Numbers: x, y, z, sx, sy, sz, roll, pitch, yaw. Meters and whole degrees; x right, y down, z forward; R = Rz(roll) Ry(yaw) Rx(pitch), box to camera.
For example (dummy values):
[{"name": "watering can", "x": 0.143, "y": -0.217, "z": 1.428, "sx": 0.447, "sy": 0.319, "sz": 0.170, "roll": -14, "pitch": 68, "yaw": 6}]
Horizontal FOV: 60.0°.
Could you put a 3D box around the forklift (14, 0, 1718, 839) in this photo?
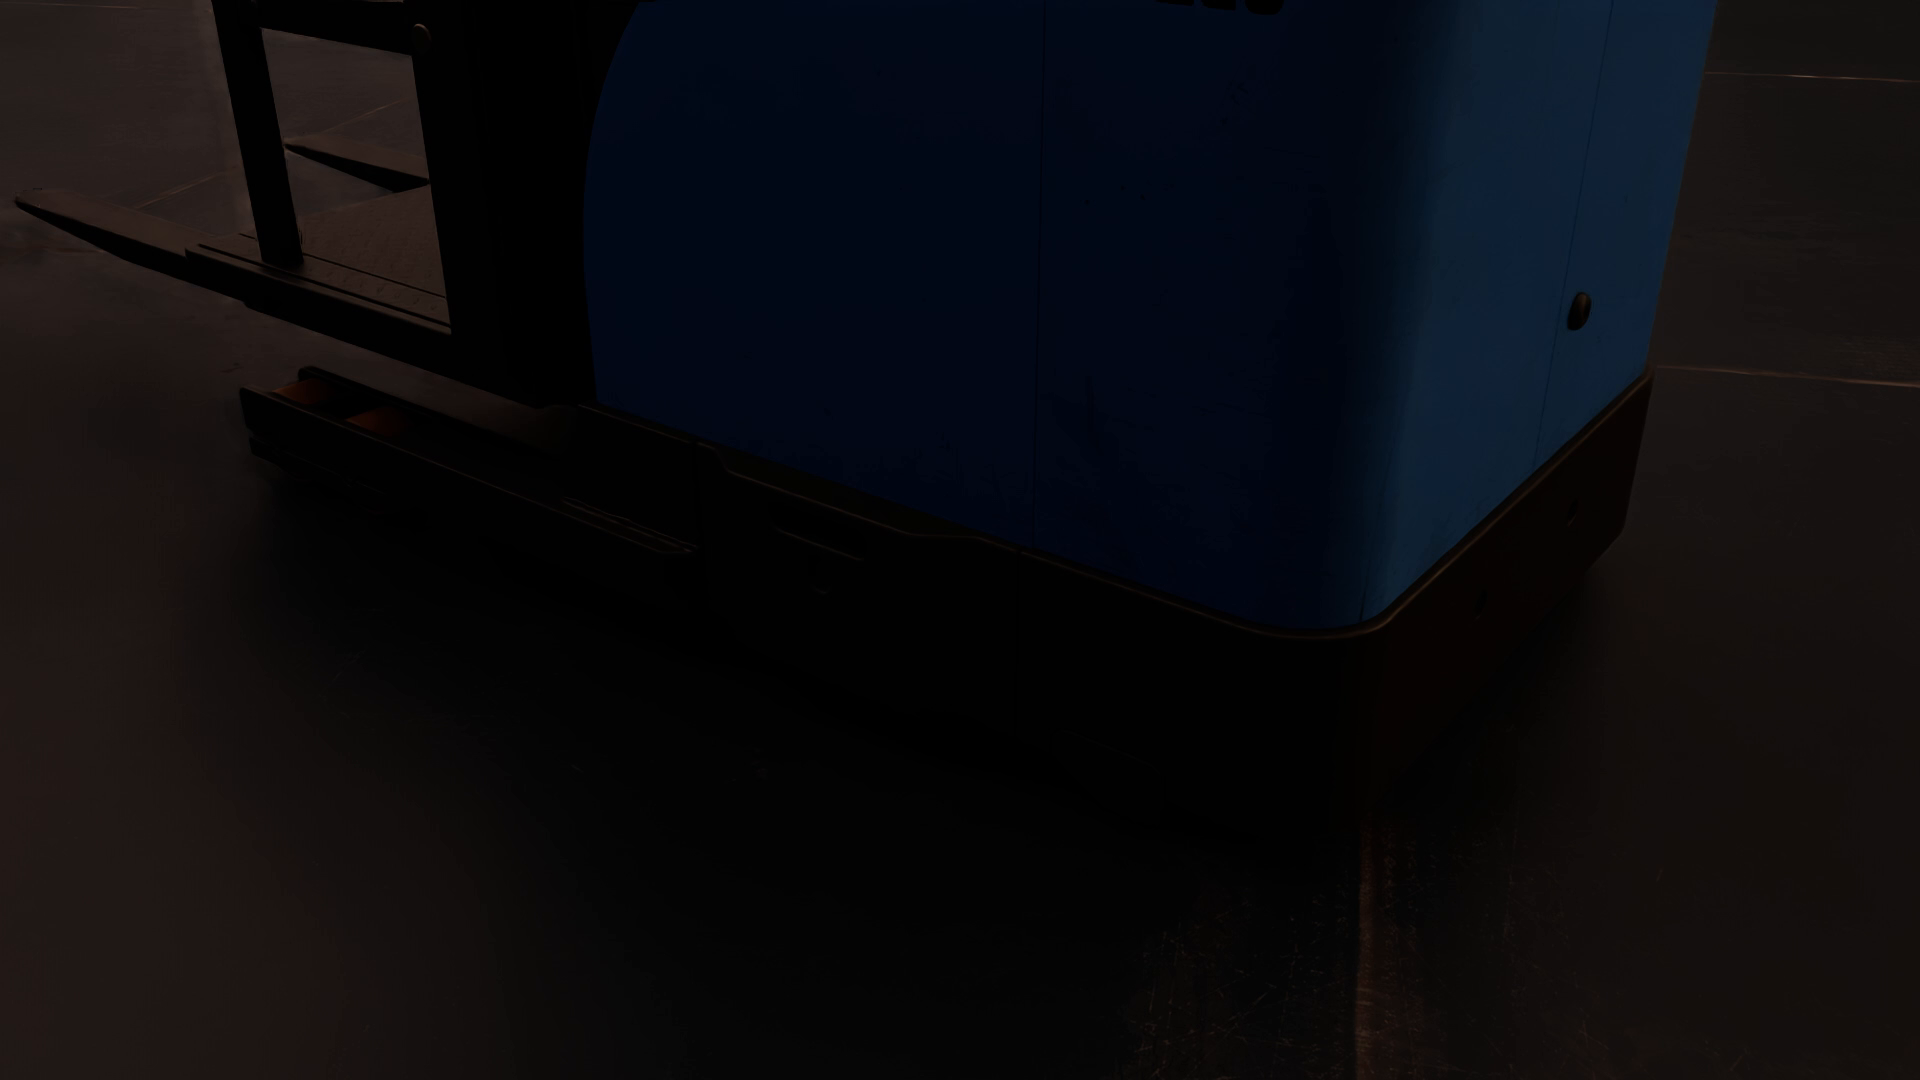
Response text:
[{"name": "forklift", "x": -0.523, "y": -1.515, "z": 2.250, "sx": 3.031, "sy": 2.935, "sz": 1.130, "roll": 19, "pitch": 32, "yaw": 33}]
